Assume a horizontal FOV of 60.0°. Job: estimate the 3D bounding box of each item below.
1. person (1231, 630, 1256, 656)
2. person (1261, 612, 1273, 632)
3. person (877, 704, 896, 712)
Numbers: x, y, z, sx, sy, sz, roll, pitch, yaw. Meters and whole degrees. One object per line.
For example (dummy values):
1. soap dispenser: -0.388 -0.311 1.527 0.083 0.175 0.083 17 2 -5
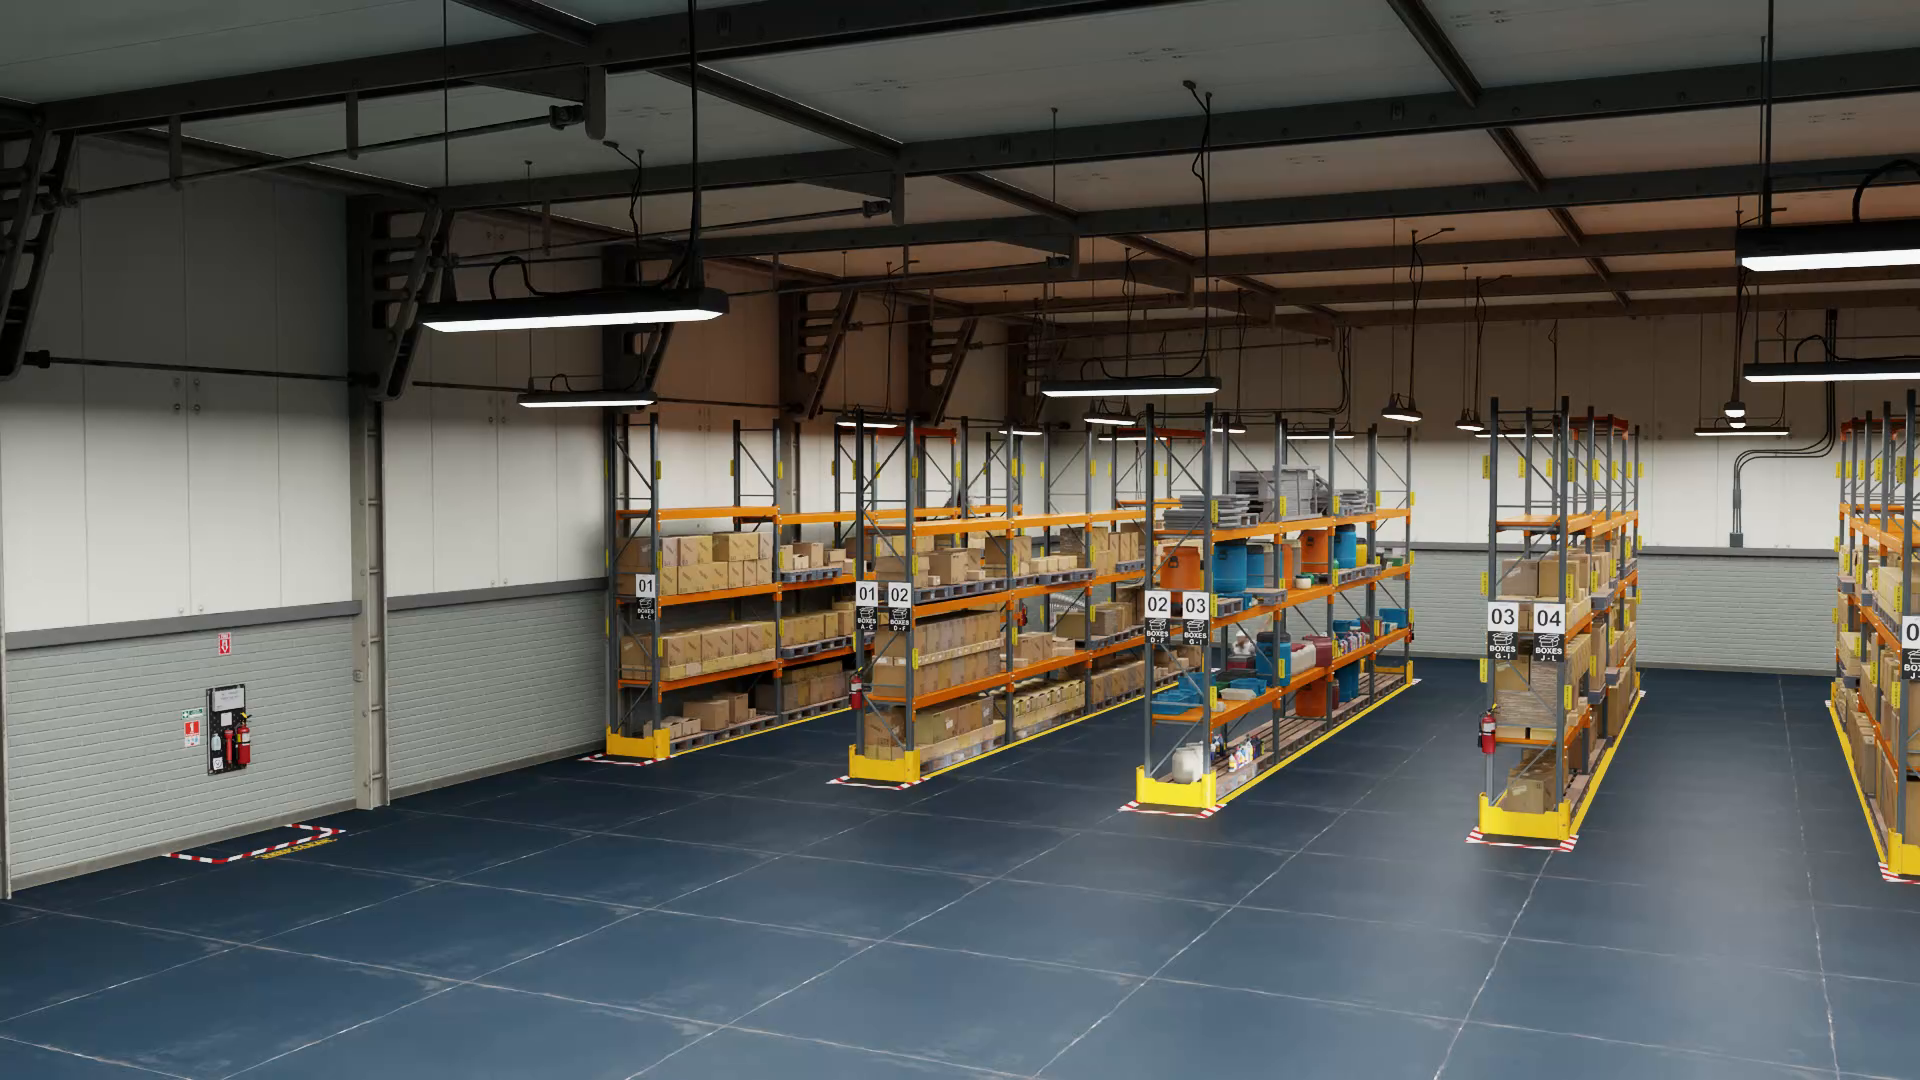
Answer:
1. person: 5.923 2.711 34.661 0.630 1.708 0.739 1 3 24
2. person: 8.082 2.397 42.935 0.619 1.657 0.515 -1 3 -28
3. person: -1.296 2.869 31.214 0.478 1.698 0.603 -2 3 -37
